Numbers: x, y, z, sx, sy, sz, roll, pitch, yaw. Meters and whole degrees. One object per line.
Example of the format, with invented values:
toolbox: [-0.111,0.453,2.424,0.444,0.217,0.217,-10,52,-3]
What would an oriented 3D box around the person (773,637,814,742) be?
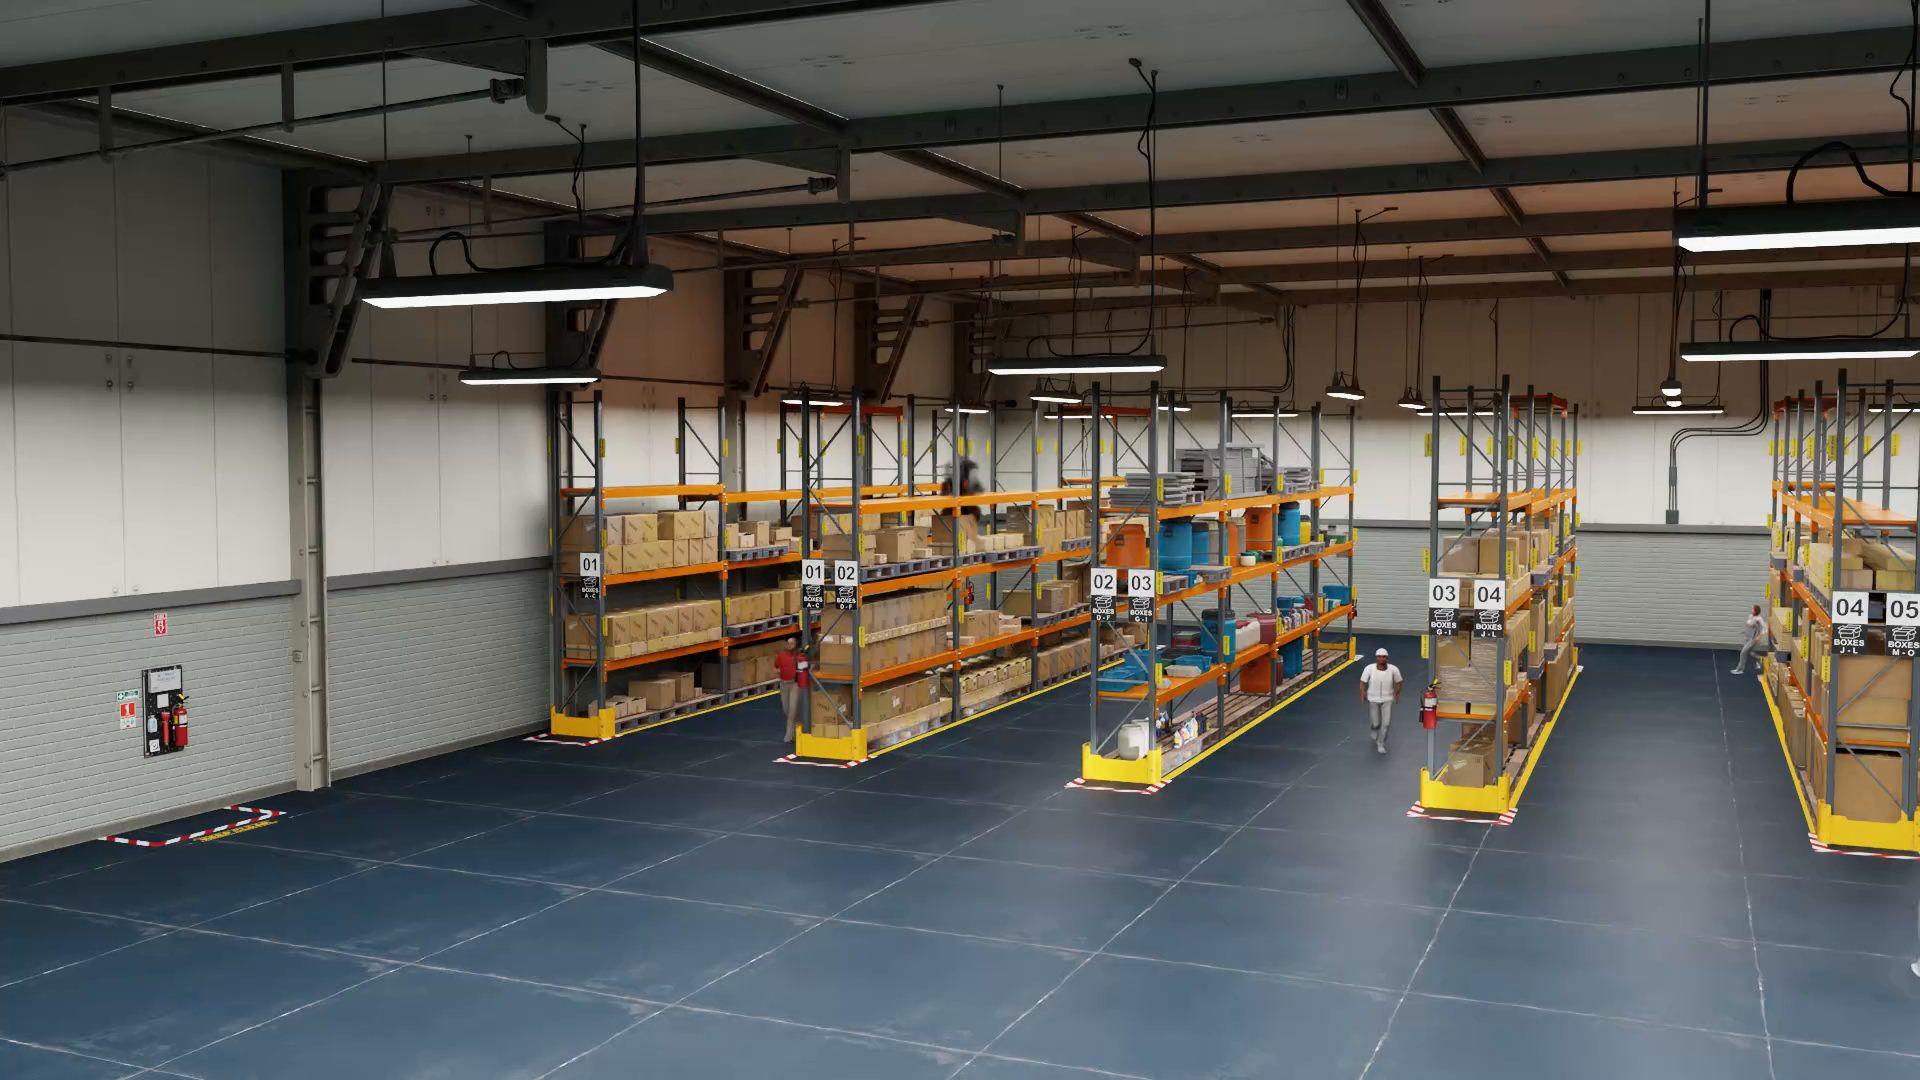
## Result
person: [-2.899,2.534,28.572,0.664,1.721,0.950,1,3,15]

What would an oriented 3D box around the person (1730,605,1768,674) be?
person: [17.493,2.196,36.674,0.814,1.551,0.601,0,3,-7]

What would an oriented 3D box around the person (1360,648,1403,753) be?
person: [6.966,2.632,27.503,0.687,1.719,0.645,1,3,12]
